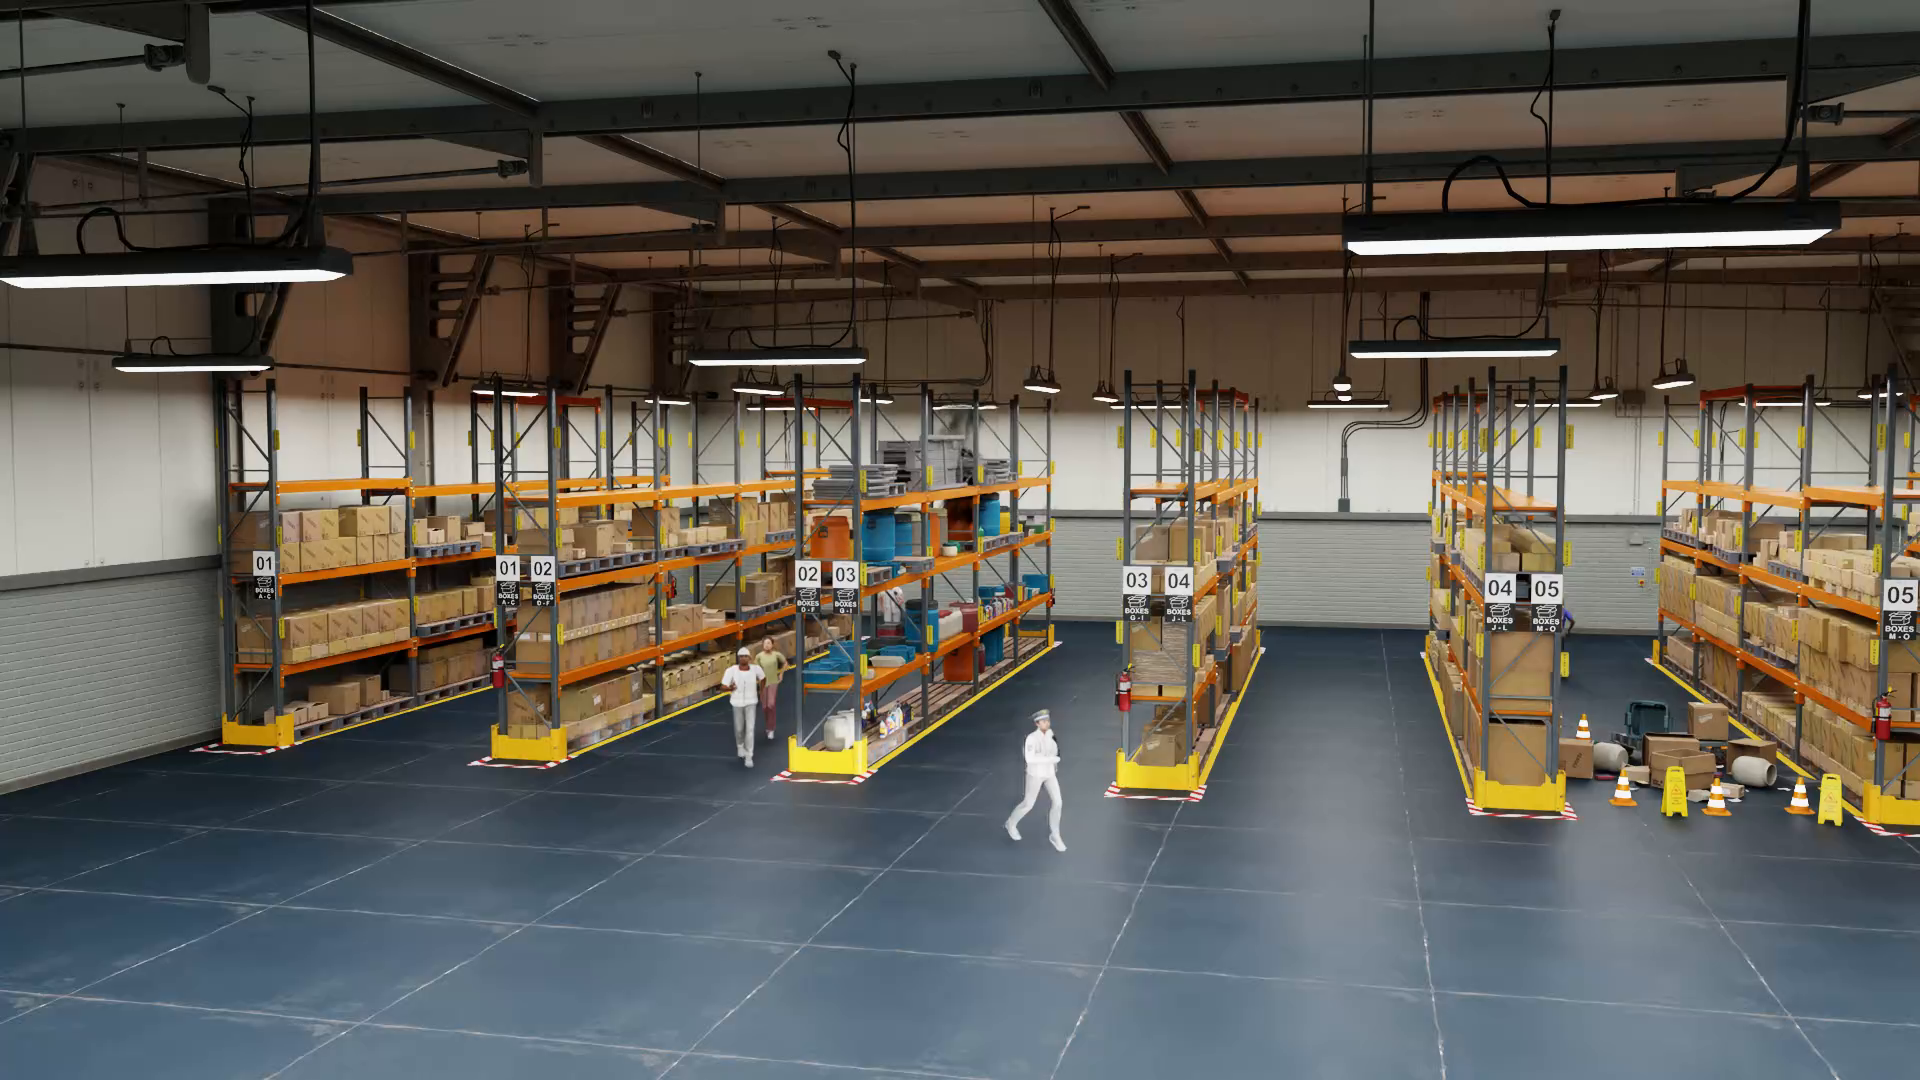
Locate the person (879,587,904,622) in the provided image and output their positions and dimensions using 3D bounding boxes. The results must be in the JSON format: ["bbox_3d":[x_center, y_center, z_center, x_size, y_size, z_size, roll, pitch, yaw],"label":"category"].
[{"bbox_3d":[-1.661,1.733,40.253,0.598,1.781,0.794,0,3,-2],"label":"person"}]

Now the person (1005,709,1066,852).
[{"bbox_3d":[0.964,2.926,20.513,0.623,1.739,0.883,-3,4,-39],"label":"person"}]

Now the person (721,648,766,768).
[{"bbox_3d":[-3.336,2.548,25.670,0.695,1.779,0.894,0,3,-7],"label":"person"}]

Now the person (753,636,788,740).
[{"bbox_3d":[-3.224,2.480,28.062,0.559,1.717,0.698,0,3,7],"label":"person"}]

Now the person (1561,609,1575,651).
[{"bbox_3d":[12.737,2.044,35.423,0.581,1.622,0.932,0,3,2],"label":"person"}]
